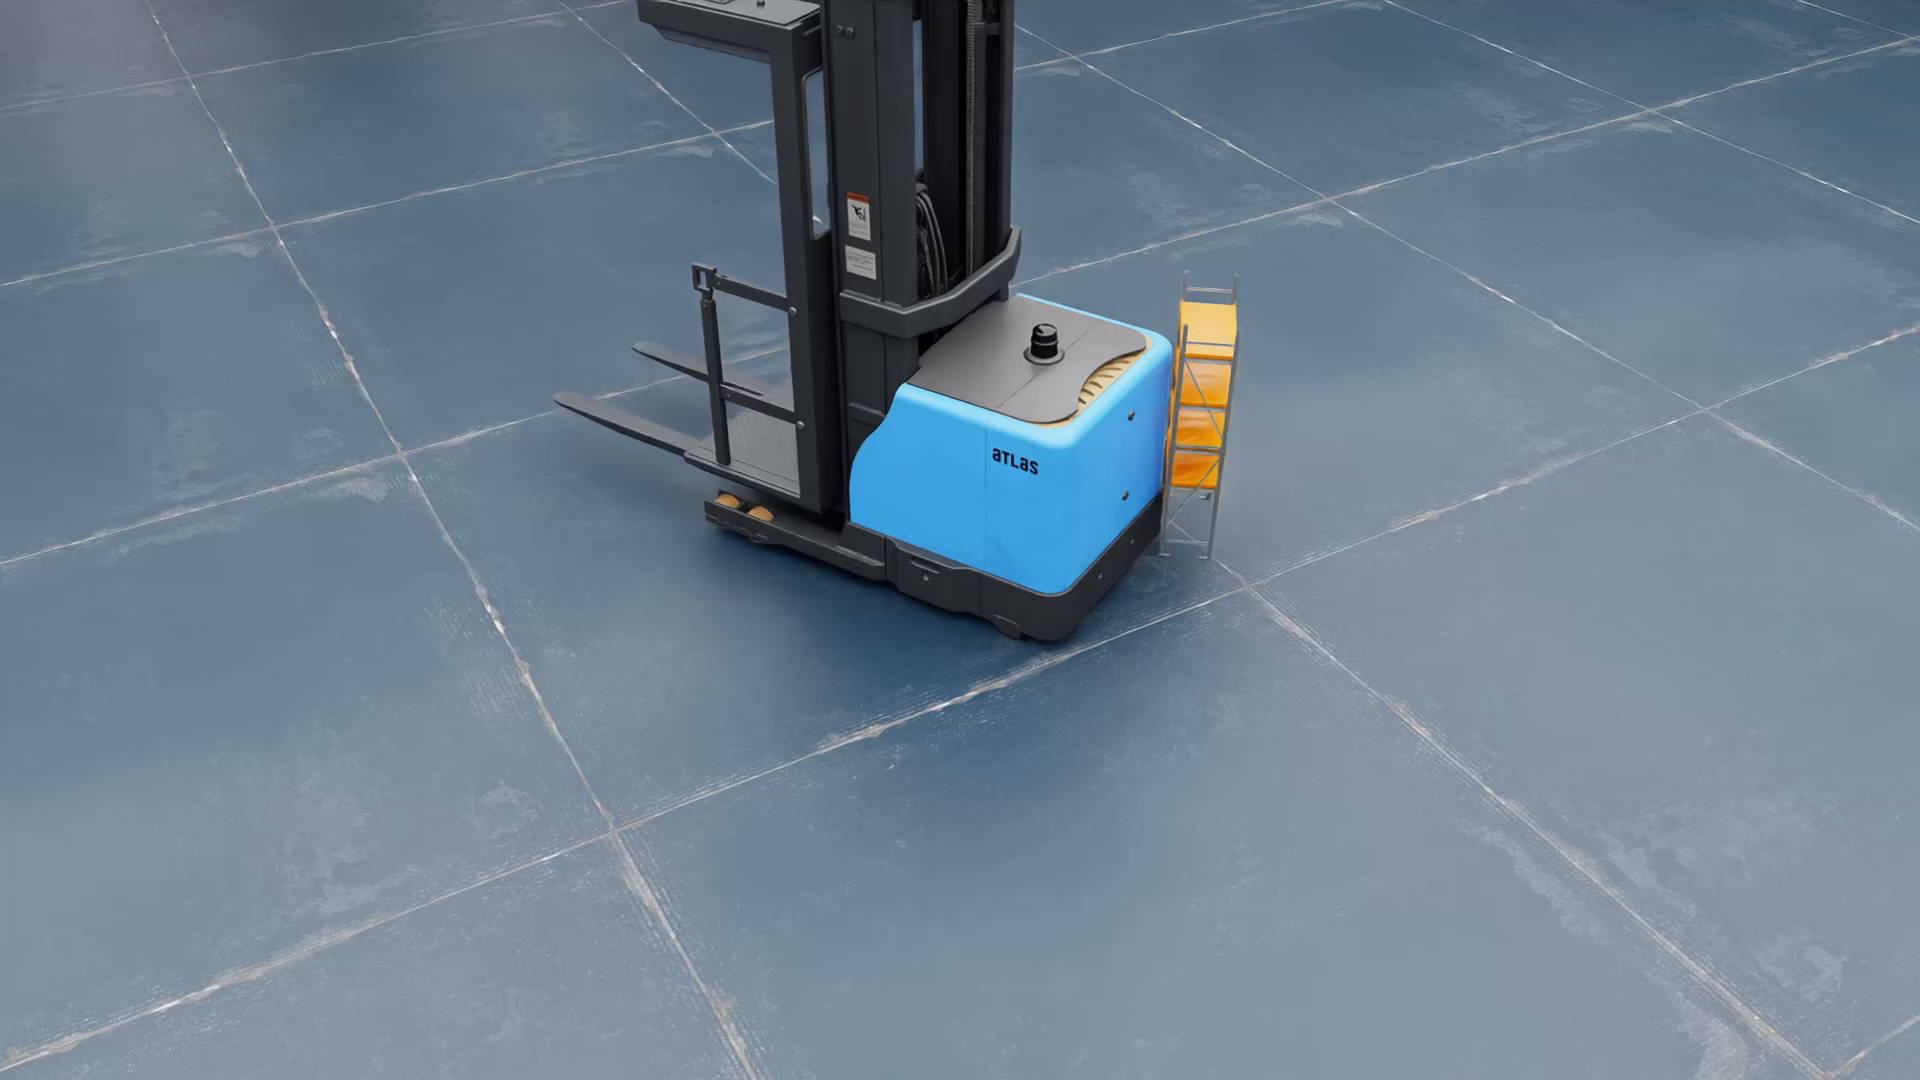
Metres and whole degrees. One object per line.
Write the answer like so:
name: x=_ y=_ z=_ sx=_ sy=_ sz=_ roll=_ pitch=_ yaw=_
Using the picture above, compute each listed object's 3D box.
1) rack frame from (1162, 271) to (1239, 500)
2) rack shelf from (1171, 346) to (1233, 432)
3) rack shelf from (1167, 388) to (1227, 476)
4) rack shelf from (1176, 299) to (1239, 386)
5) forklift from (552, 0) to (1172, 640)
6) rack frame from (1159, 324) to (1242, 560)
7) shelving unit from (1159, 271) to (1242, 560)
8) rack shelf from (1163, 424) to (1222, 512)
rack frame: x=1.097 y=-0.692 z=7.676 sx=0.240 sy=1.200 sz=0.015 roll=5 pitch=36 yaw=5
rack shelf: x=1.073 y=-0.675 z=7.387 sx=0.258 sy=0.148 sz=0.480 roll=5 pitch=36 yaw=5
rack shelf: x=1.069 y=-0.494 z=7.520 sx=0.258 sy=0.148 sz=0.480 roll=5 pitch=36 yaw=5
rack shelf: x=1.077 y=-0.865 z=7.247 sx=0.258 sy=0.148 sz=0.480 roll=5 pitch=36 yaw=5
forklift: x=-0.595 y=-1.412 z=7.198 sx=3.031 sy=2.935 sz=1.130 roll=20 pitch=41 yaw=25
rack frame: x=1.042 y=-0.406 z=7.284 sx=0.240 sy=1.200 sz=0.015 roll=5 pitch=36 yaw=5
shelving unit: x=1.070 y=-0.549 z=7.480 sx=0.258 sy=1.200 sz=0.503 roll=5 pitch=36 yaw=5
rack shelf: x=1.066 y=-0.334 z=7.637 sx=0.258 sy=0.148 sz=0.480 roll=5 pitch=36 yaw=5
